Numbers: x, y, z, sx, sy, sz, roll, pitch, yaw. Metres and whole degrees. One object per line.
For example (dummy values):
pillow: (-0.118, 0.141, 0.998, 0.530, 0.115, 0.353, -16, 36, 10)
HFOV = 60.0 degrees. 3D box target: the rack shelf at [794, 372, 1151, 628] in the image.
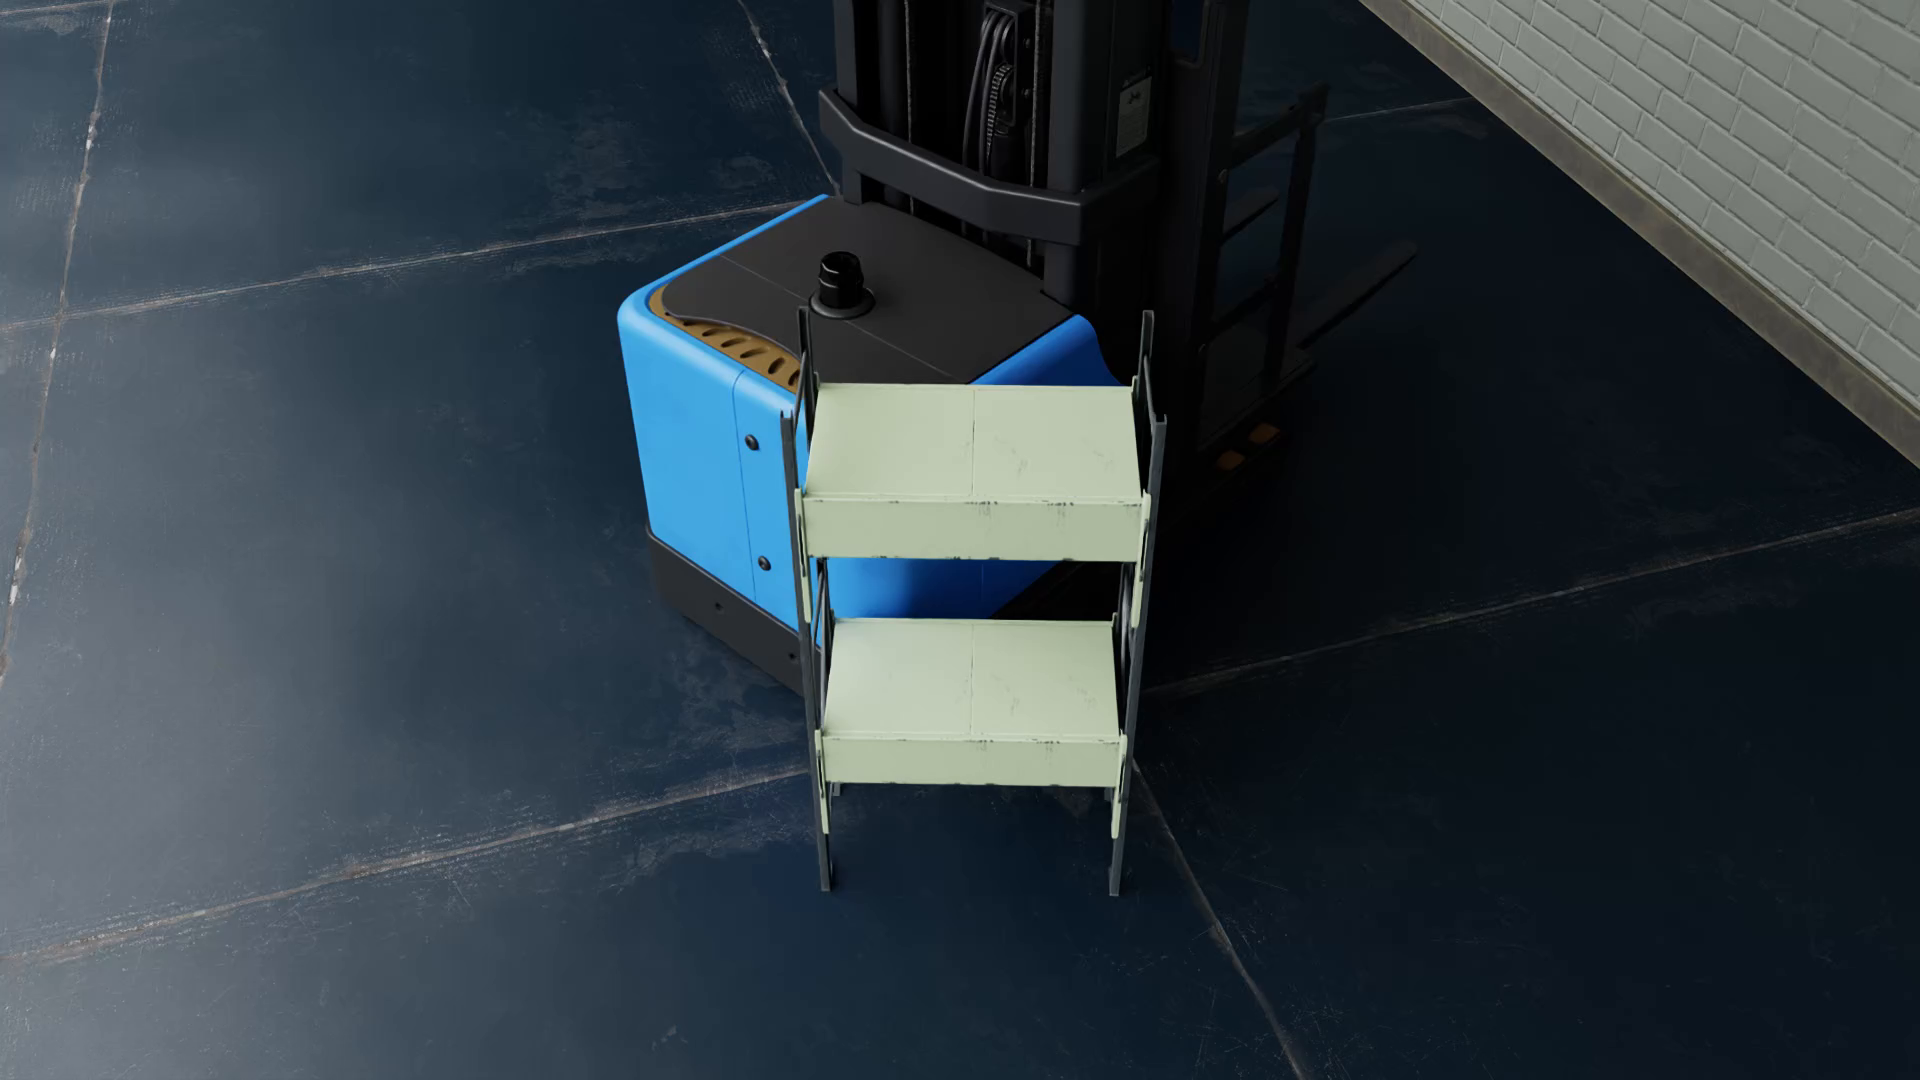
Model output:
rack shelf: (0.029, -0.090, 3.620, 0.720, 0.370, 0.431, 1, 41, 1)

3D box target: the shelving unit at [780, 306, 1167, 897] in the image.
shelving unit: (0.029, 0.203, 3.877, 0.755, 1.500, 0.431, 1, 41, 1)

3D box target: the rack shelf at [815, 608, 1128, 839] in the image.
rack shelf: (0.029, 0.449, 4.092, 0.720, 0.370, 0.431, 1, 41, 1)

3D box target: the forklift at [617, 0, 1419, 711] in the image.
forklift: (0.443, -1.429, 4.658, 1.130, 2.935, 3.031, 31, 50, 30)

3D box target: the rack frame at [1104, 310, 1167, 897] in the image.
rack frame: (0.395, 0.208, 3.871, 0.023, 1.500, 0.400, 1, 41, 1)

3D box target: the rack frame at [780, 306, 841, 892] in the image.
rack frame: (-0.336, 0.198, 3.883, 0.023, 1.500, 0.400, 1, 41, 1)
